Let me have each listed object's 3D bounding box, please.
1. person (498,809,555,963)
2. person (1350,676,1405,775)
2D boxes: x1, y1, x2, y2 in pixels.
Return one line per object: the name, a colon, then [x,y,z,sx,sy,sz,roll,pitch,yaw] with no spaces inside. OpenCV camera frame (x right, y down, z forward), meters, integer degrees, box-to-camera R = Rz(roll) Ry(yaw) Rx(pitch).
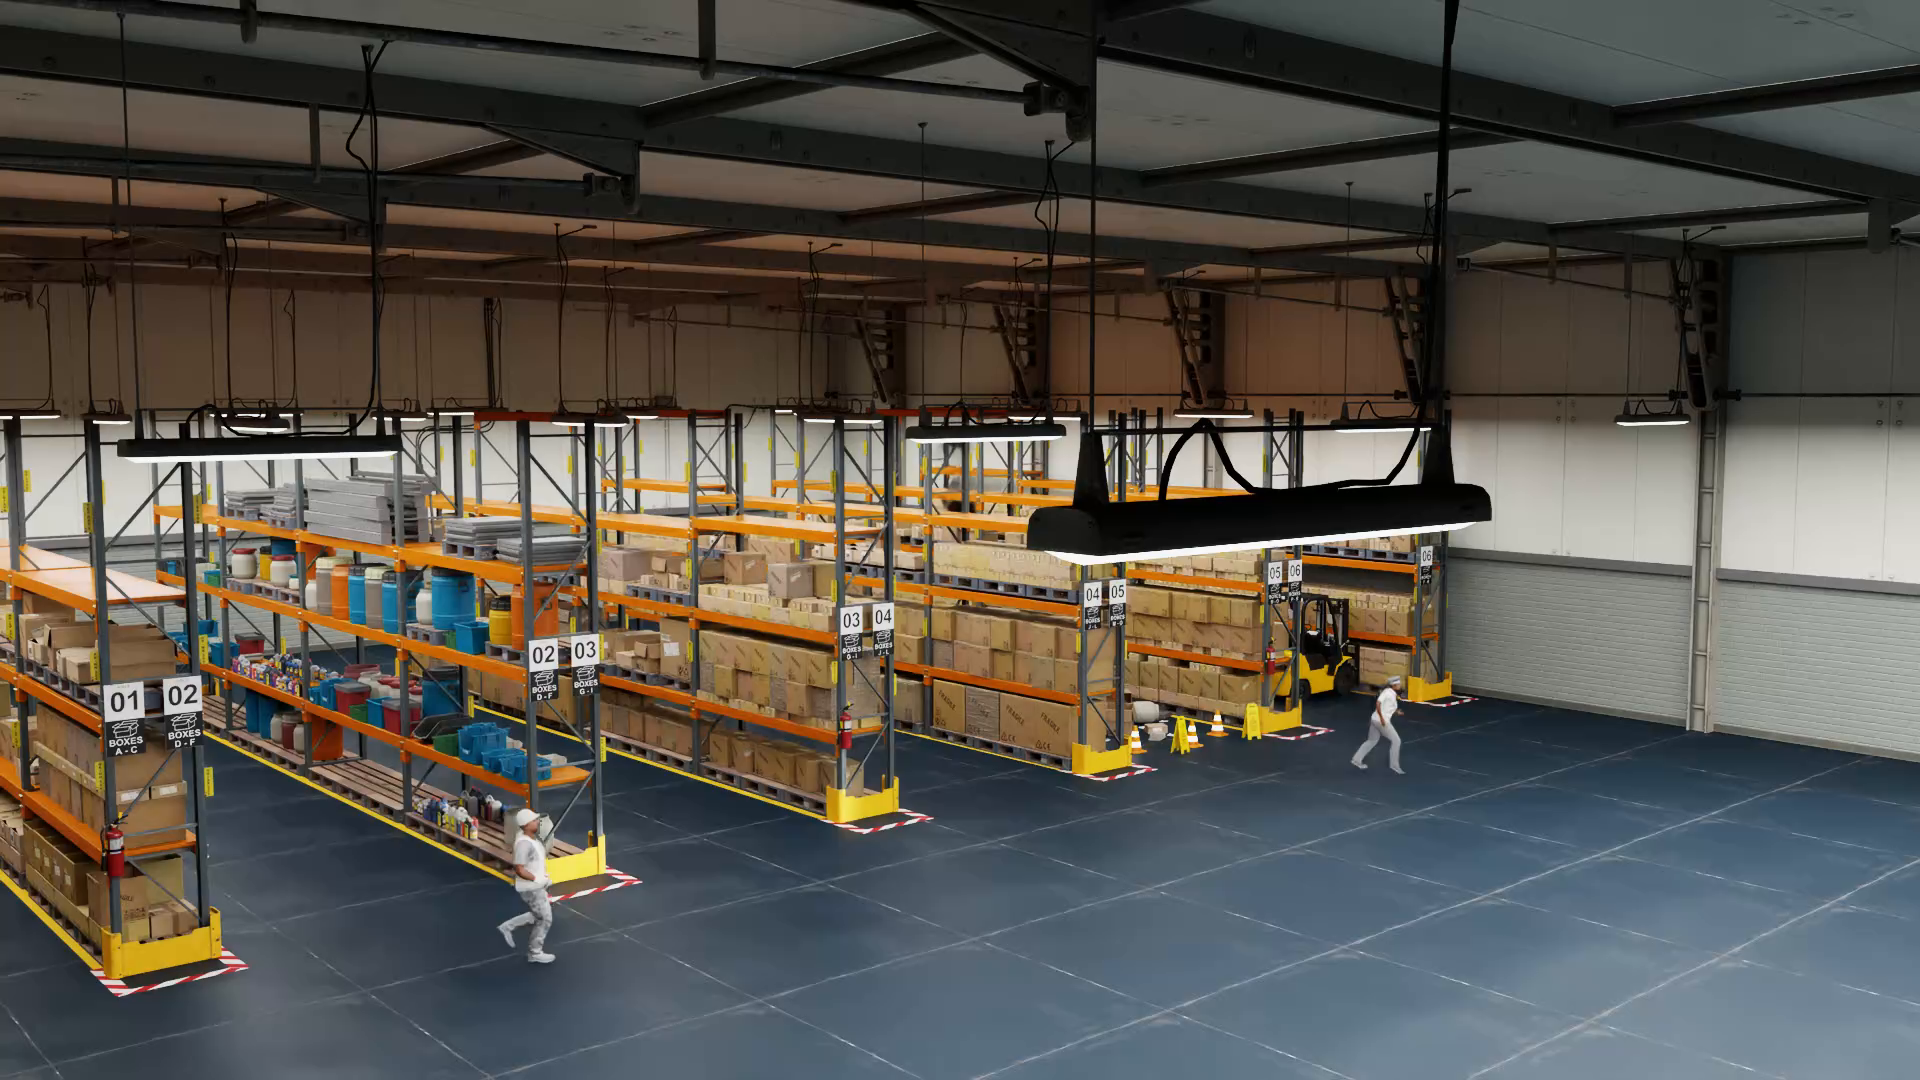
person: [-4.830,3.849,18.476,0.616,1.740,0.683,-1,5,-14]
person: [7.003,3.088,27.773,0.873,1.682,0.572,1,5,8]
